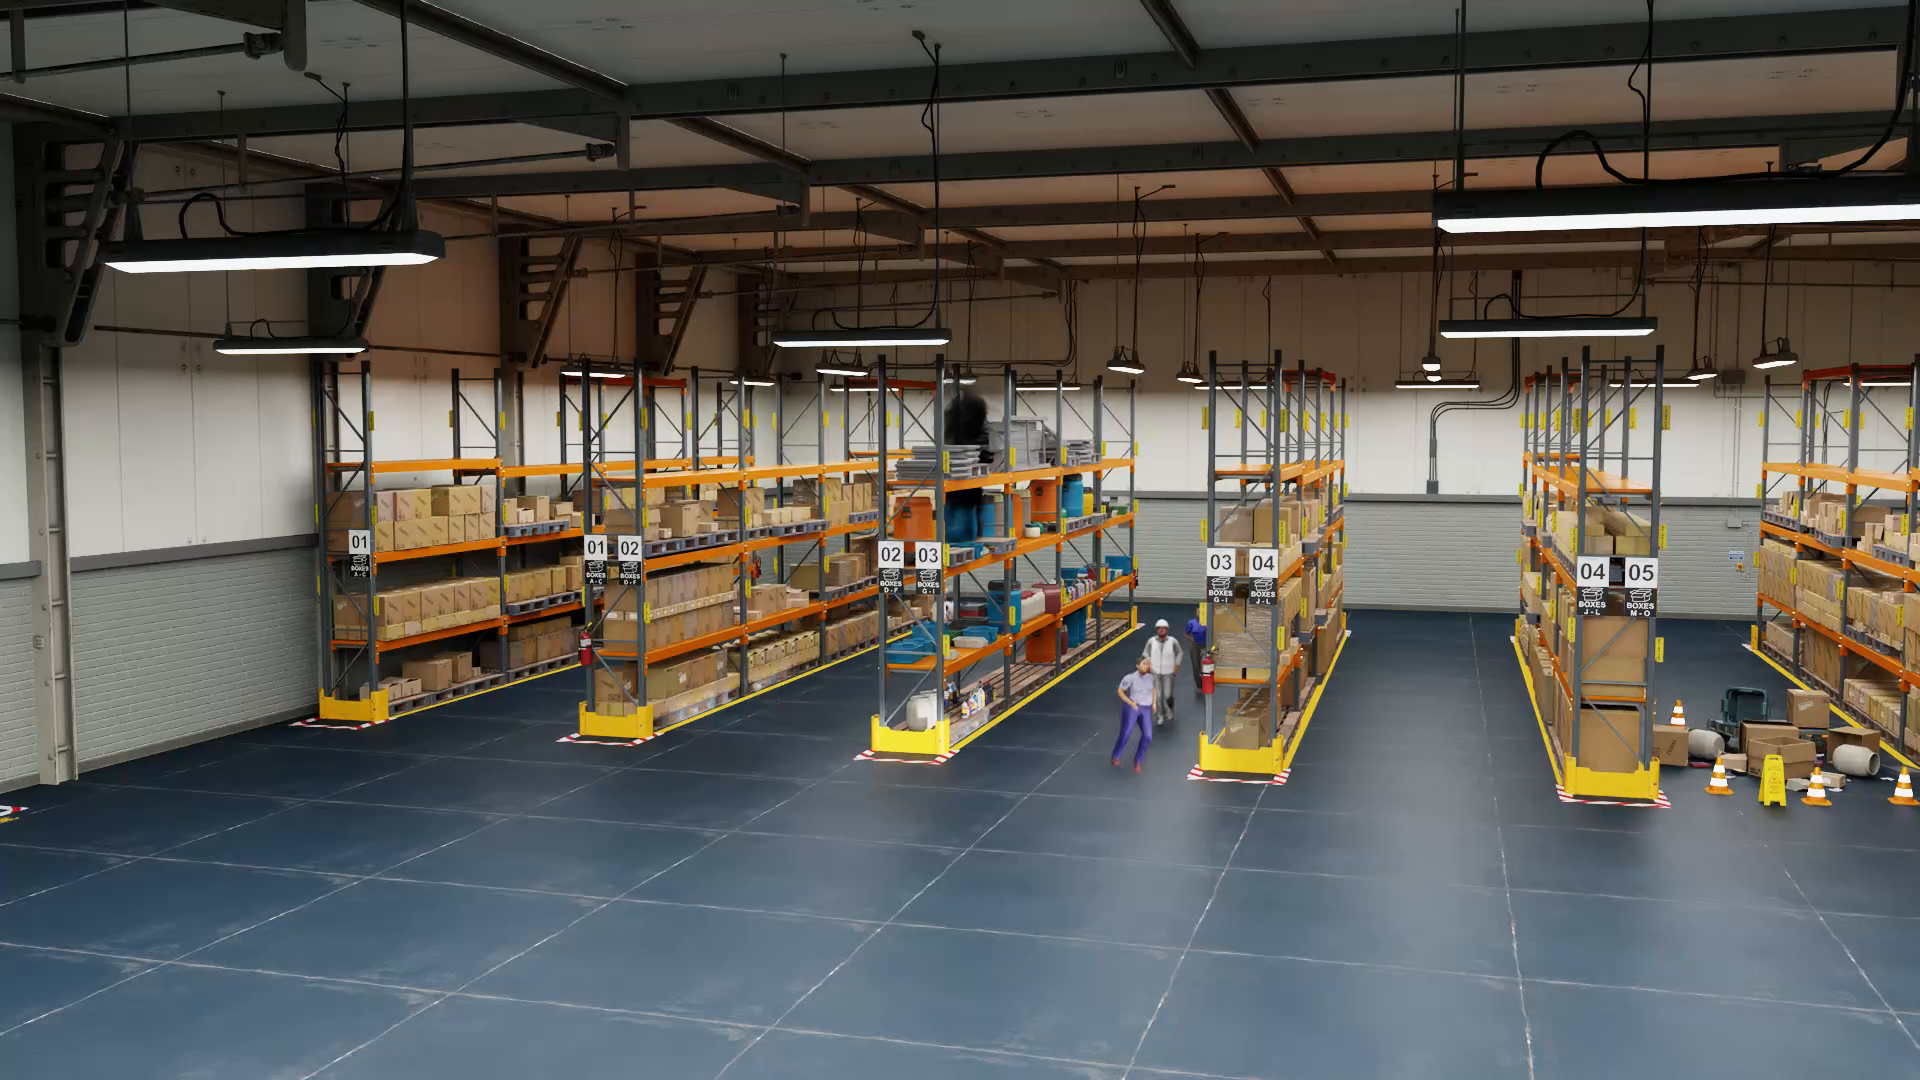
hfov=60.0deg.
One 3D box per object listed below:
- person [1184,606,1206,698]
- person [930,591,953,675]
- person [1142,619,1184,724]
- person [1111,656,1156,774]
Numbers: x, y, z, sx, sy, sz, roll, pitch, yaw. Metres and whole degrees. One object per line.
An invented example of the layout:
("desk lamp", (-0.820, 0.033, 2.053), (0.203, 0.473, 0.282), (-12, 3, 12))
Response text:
("person", (4.358, 2.036, 30.237), (0.572, 1.683, 0.697), (1, 4, 12))
("person", (-0.339, 1.808, 33.033), (0.617, 1.668, 0.837), (1, 4, 14))
("person", (3.331, 2.178, 27.434), (0.669, 1.739, 0.564), (1, 4, 15))
("person", (2.551, 2.512, 23.887), (0.693, 1.653, 0.687), (-1, 4, -15))
